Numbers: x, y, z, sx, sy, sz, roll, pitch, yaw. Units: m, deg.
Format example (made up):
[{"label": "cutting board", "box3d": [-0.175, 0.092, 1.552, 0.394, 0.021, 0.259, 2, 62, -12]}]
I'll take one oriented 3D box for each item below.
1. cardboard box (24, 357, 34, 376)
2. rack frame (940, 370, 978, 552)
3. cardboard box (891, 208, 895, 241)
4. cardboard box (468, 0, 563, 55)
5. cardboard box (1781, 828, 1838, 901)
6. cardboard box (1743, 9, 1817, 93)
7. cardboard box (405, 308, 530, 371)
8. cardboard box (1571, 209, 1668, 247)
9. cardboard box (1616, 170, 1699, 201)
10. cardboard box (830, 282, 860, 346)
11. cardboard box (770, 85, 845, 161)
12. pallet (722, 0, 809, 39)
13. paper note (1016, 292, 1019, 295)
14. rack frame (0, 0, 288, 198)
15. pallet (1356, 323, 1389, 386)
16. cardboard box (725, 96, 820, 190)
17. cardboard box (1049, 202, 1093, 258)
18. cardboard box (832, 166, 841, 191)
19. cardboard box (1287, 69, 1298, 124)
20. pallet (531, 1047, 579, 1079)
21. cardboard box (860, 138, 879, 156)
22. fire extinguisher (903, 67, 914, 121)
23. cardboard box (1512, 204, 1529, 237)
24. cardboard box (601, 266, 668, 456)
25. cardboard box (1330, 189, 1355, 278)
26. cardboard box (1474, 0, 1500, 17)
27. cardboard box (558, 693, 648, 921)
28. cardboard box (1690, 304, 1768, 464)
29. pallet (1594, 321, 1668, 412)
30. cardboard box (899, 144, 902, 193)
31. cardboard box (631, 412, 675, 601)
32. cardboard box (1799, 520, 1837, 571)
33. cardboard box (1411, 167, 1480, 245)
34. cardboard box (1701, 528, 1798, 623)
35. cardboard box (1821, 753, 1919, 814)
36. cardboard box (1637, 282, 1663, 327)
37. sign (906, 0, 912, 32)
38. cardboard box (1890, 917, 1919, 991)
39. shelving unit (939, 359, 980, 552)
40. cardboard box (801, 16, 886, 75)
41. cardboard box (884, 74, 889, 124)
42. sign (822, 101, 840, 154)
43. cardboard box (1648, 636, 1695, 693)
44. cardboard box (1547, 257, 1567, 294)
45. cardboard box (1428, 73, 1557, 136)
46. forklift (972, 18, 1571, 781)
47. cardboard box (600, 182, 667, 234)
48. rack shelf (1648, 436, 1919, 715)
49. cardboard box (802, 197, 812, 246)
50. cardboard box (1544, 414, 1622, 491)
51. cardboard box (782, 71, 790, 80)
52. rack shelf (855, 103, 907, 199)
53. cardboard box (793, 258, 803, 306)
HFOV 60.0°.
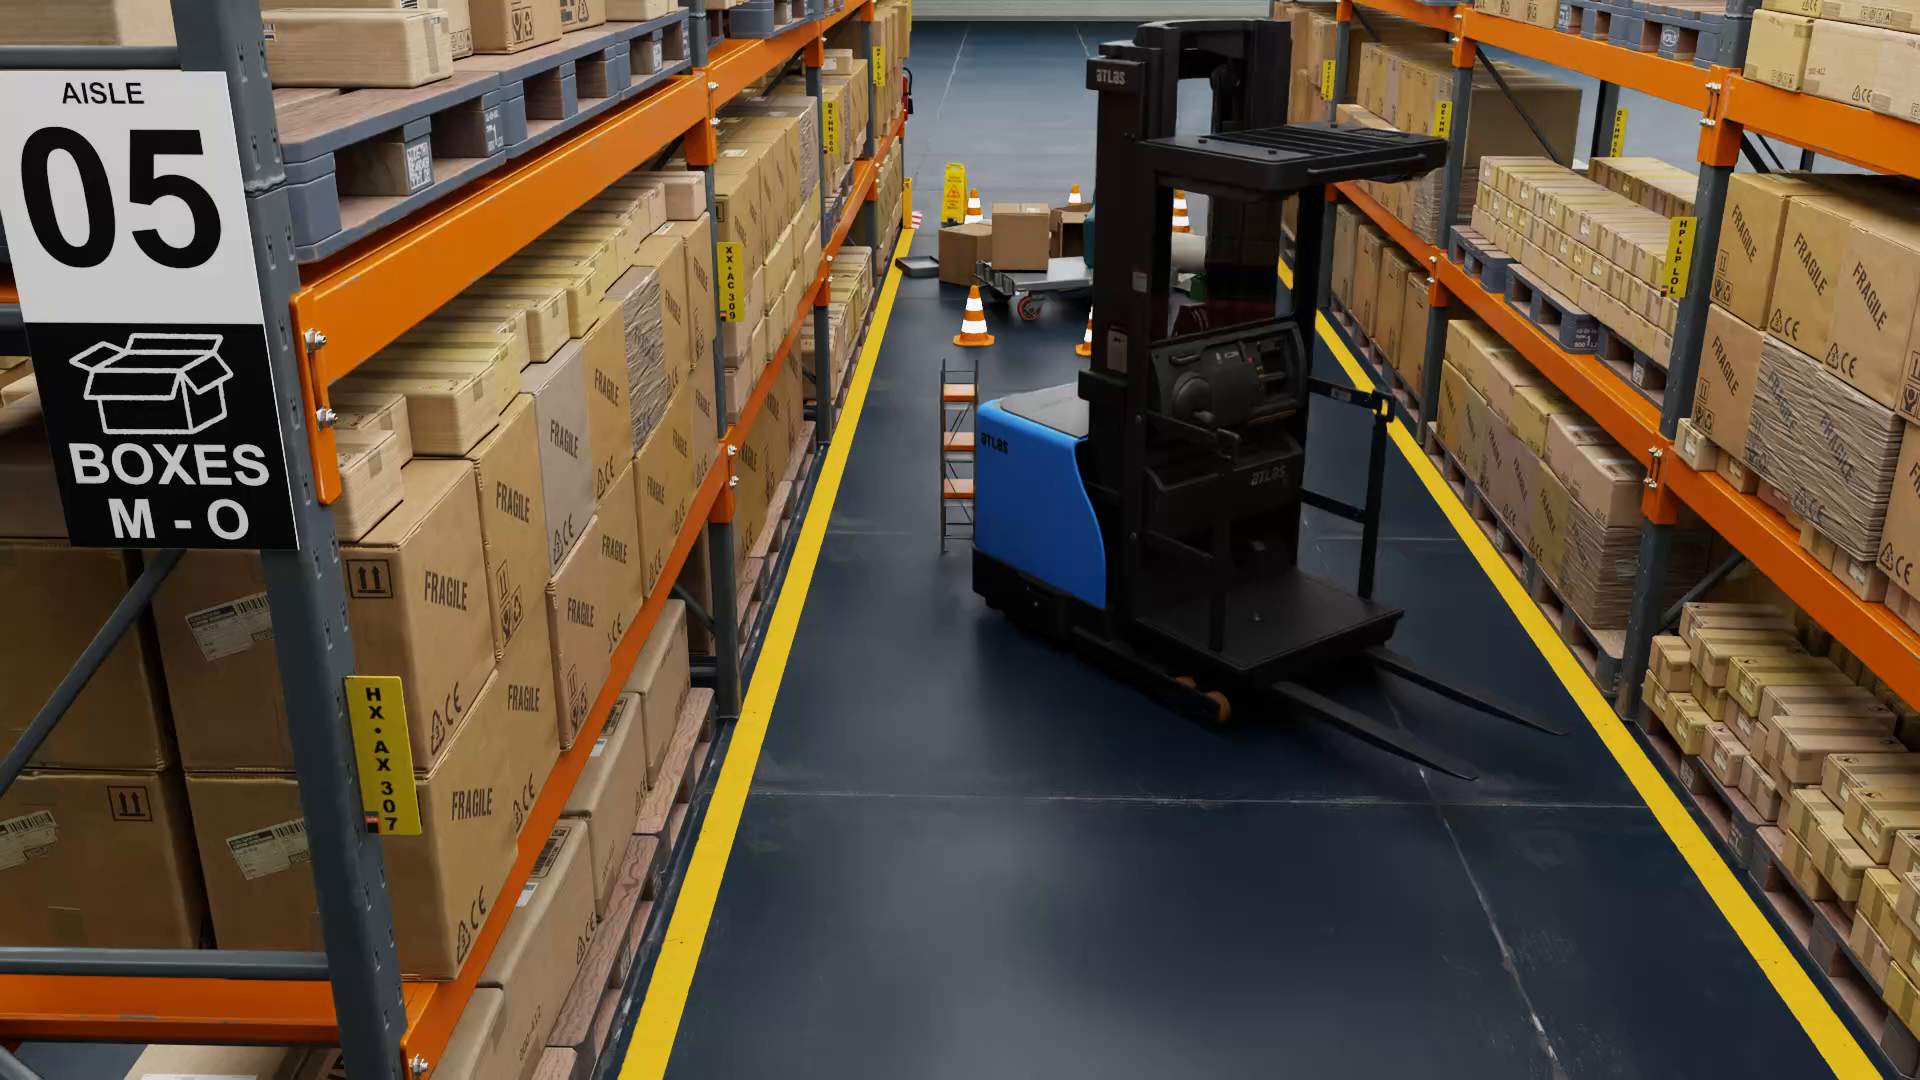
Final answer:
[{"label": "cardboard box", "box3d": [-6.128, -0.991, 10.811, 0.500, 0.500, 0.500, 1, 21, 3]}, {"label": "rack frame", "box3d": [-0.005, -0.426, 9.175, 0.200, 1.050, 0.008, 1, 21, 2]}, {"label": "cardboard box", "box3d": [-0.914, -3.197, 16.843, 0.500, 0.250, 0.500, 0, 21, 0]}, {"label": "cardboard box", "box3d": [-1.400, -1.585, 4.462, 0.500, 0.500, 0.500, 1, 21, 3]}, {"label": "cardboard box", "box3d": [3.130, 1.133, 5.823, 0.380, 0.149, 0.250, 0, 21, 0]}, {"label": "cardboard box", "box3d": [3.183, -1.762, 5.984, 0.500, 0.250, 0.500, 2, 21, 4]}, {"label": "cardboard box", "box3d": [-1.319, -0.489, 4.227, 0.380, 0.149, 0.250, 1, 21, 2]}, {"label": "cardboard box", "box3d": [3.319, -1.573, 8.380, 0.380, 0.149, 0.250, 0, 21, -1]}, {"label": "cardboard box", "box3d": [4.008, -2.033, 9.565, 0.380, 0.149, 0.250, 1, 21, 3]}, {"label": "cardboard box", "box3d": [-1.298, -1.778, 13.017, 0.950, 0.372, 0.625, 1, 21, 3]}, {"label": "cardboard box", "box3d": [-1.105, -2.984, 11.943, 0.500, 0.500, 0.500, 1, 21, 3]}, {"label": "pallet", "box3d": [-1.366, -2.735, 8.545, 1.003, 0.211, 1.213, 2, 21, 4]}, {"label": "paper note", "box3d": [0.475, -2.297, 15.407, 0.148, 0.019, 0.142, 1, 21, 2]}, {"label": "rack frame", "box3d": [-1.611, -1.967, 2.157, 1.000, 3.000, 0.127, 1, 21, 2]}, {"label": "pallet", "box3d": [3.722, -1.469, 13.022, 1.003, 0.211, 1.213, 1, 21, 2]}, {"label": "cardboard box", "box3d": [-1.122, -2.385, 10.009, 0.500, 0.500, 0.500, 0, 21, 0]}, {"label": "cardboard box", "box3d": [1.352, -3.128, 16.895, 0.797, 0.503, 0.637, -16, 26, -35]}, {"label": "cardboard box", "box3d": [-1.047, -2.556, 11.736, 0.380, 0.149, 0.250, 1, 21, 2]}, {"label": "cardboard box", "box3d": [3.723, -4.472, 16.700, 0.875, 0.550, 0.550, 1, 21, 2]}, {"label": "pallet", "box3d": [-1.665, 1.840, 4.494, 1.003, 0.211, 1.213, 1, 21, 2]}, {"label": "cardboard box", "box3d": [-0.916, -3.502, 14.755, 0.380, 0.149, 0.250, 1, 21, 1]}, {"label": "fire extinguisher", "box3d": [-0.661, -4.955, 18.260, 0.296, 0.674, 0.183, 1, 21, 2]}, {"label": "cardboard box", "box3d": [3.349, -1.803, 9.386, 0.380, 0.149, 0.250, 1, 21, 2]}, {"label": "cardboard box", "box3d": [-1.258, -0.588, 5.376, 0.500, 0.500, 0.500, 1, 21, 2]}, {"label": "cardboard box", "box3d": [3.794, -2.923, 15.271, 0.875, 0.875, 0.875, 1, 21, 2]}, {"label": "cardboard box", "box3d": [3.299, -3.286, 9.566, 0.500, 0.500, 0.500, 1, 21, 2]}, {"label": "cardboard box", "box3d": [-1.643, 0.932, 5.941, 0.875, 0.438, 0.875, 0, 21, 0]}, {"label": "cardboard box", "box3d": [3.194, -0.607, 6.398, 0.500, 0.500, 0.500, 0, 21, 1]}, {"label": "pallet", "box3d": [3.630, -0.783, 7.667, 1.003, 0.211, 1.213, 1, 21, 2]}, {"label": "cardboard box", "box3d": [-0.888, -3.926, 17.684, 0.500, 0.500, 0.500, 1, 21, 2]}, {"label": "cardboard box", "box3d": [-1.259, -0.124, 5.564, 0.500, 0.500, 0.500, 0, 21, 1]}, {"label": "cardboard box", "box3d": [3.149, -0.002, 5.736, 0.380, 0.149, 0.250, 1, 21, 3]}, {"label": "cardboard box", "box3d": [3.328, -2.257, 11.061, 0.500, 0.500, 0.500, 1, 21, 2]}, {"label": "cardboard box", "box3d": [3.749, 0.107, 7.981, 0.500, 0.500, 0.500, 1, 21, 4]}, {"label": "cardboard box", "box3d": [3.217, 0.856, 5.714, 0.380, 0.149, 0.250, 0, 21, -1]}, {"label": "cardboard box", "box3d": [3.283, -1.057, 7.461, 0.380, 0.149, 0.250, 1, 21, 2]}, {"label": "sign", "box3d": [-0.571, -5.629, 17.851, 0.100, 0.325, 0.005, 1, 21, 2]}, {"label": "cardboard box", "box3d": [3.087, 1.273, 5.050, 0.380, 0.149, 0.250, 1, 21, 2]}, {"label": "shelving unit", "box3d": [-0.002, -0.470, 9.289, 0.215, 1.050, 0.252, 1, 21, 2]}, {"label": "cardboard box", "box3d": [-1.016, -4.317, 14.576, 0.700, 0.500, 0.500, 0, 21, 1]}, {"label": "cardboard box", "box3d": [-0.934, -4.213, 15.691, 0.500, 0.500, 0.500, 0, 21, 1]}, {"label": "sign", "box3d": [-0.813, -2.597, 10.475, 0.100, 0.325, 0.005, 1, 21, 2]}, {"label": "cardboard box", "box3d": [3.130, 0.524, 6.981, 0.380, 0.149, 0.250, 2, 21, 4]}, {"label": "cardboard box", "box3d": [3.320, -1.390, 8.732, 0.380, 0.149, 0.250, 0, 21, 0]}, {"label": "cardboard box", "box3d": [3.620, -2.902, 11.342, 0.700, 0.500, 0.500, 0, 21, 1]}, {"label": "forklift", "box3d": [1.352, -0.731, 7.361, 1.130, 2.935, 3.031, -15, 26, -34]}, {"label": "cardboard box", "box3d": [-1.297, -1.222, 6.115, 0.380, 0.149, 0.250, 1, 21, 3]}, {"label": "rack shelf", "box3d": [3.400, 0.460, 5.190, 1.077, 0.370, 4.000, 1, 21, 2]}, {"label": "cardboard box", "box3d": [-1.141, -1.862, 9.698, 0.500, 0.250, 0.500, 0, 21, 0]}, {"label": "cardboard box", "box3d": [3.260, -0.436, 8.344, 0.500, 0.250, 0.500, 2, 21, 4]}, {"label": "cardboard box", "box3d": [-1.591, -3.364, 12.921, 0.500, 0.500, 0.500, 1, 21, 1]}, {"label": "rack shelf", "box3d": [-1.186, -3.896, 16.419, 1.077, 0.370, 4.000, 1, 21, 2]}, {"label": "cardboard box", "box3d": [-1.155, -1.440, 9.301, 0.500, 0.250, 0.500, 0, 21, 1]}]
